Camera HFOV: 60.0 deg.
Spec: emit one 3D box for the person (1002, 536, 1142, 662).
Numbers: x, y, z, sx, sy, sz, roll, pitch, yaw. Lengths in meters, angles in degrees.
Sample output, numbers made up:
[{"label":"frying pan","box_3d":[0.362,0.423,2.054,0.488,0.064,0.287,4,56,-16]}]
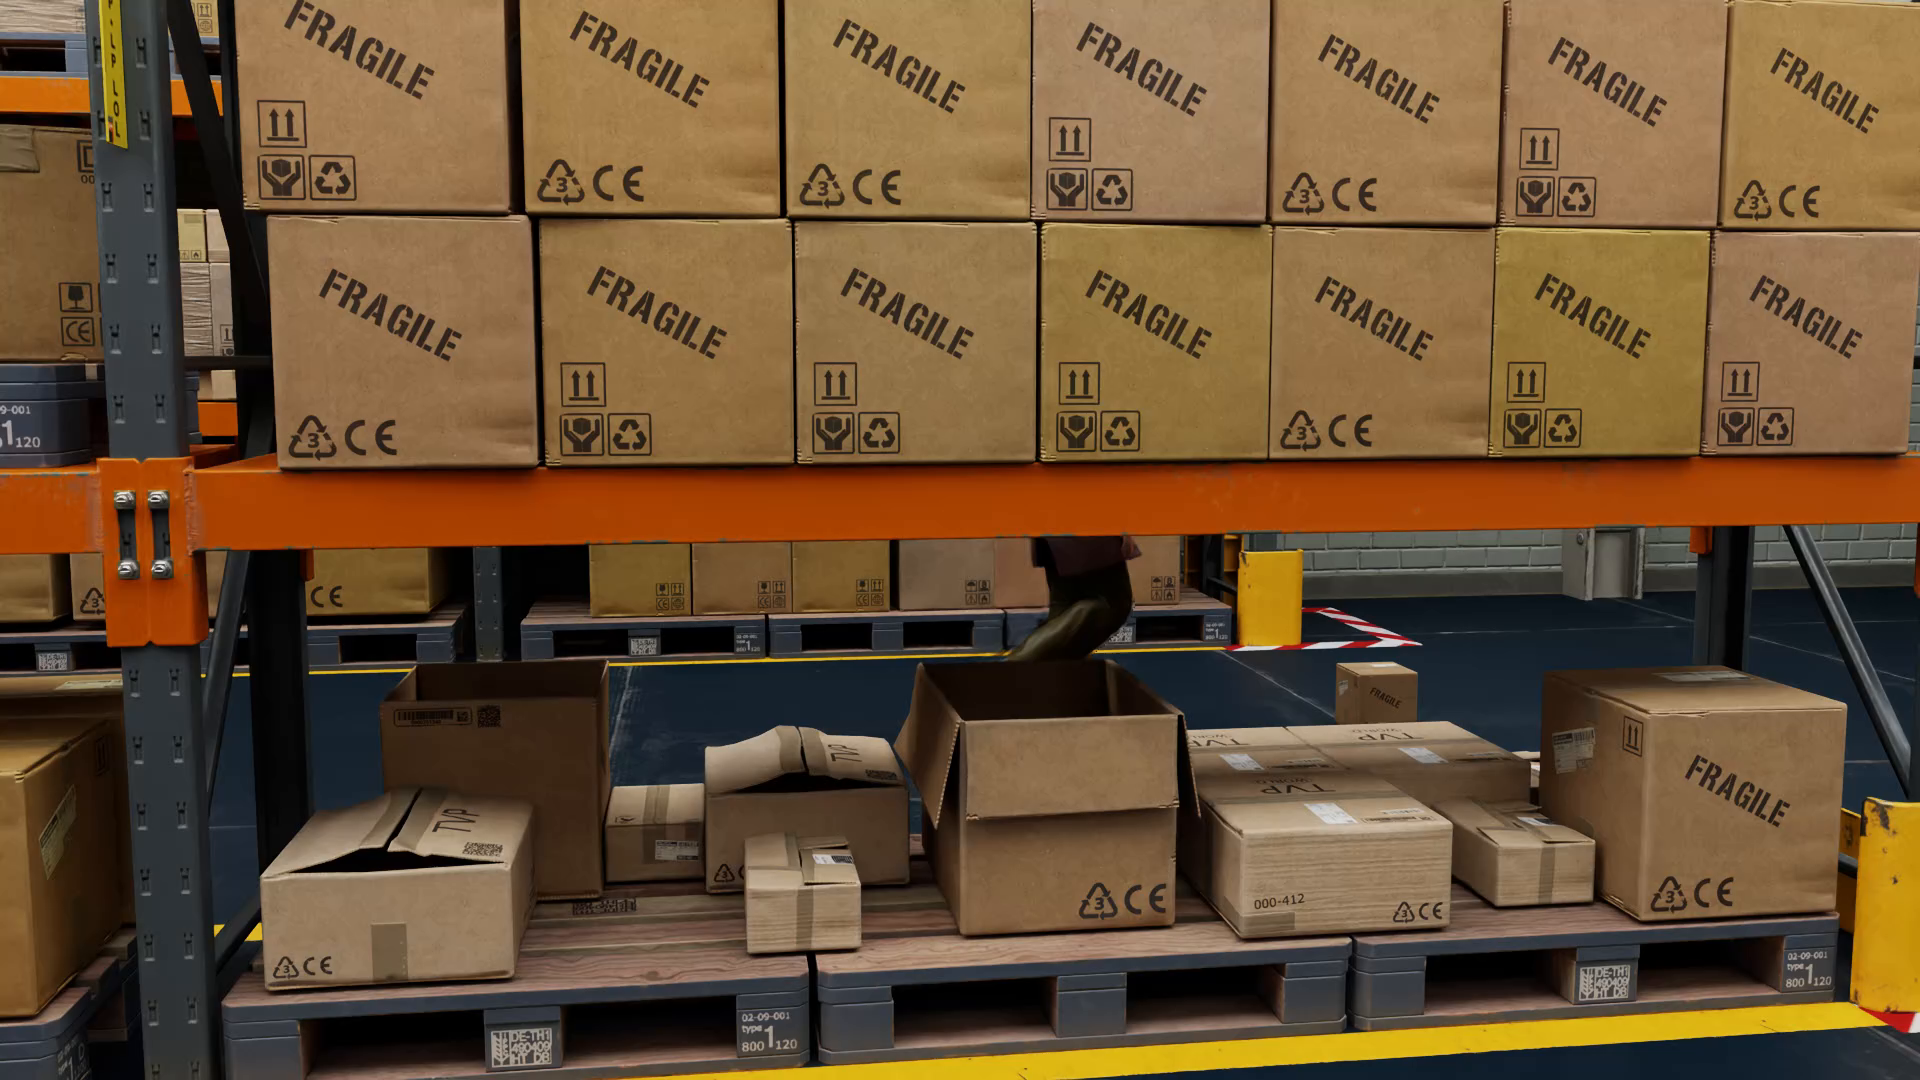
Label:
[{"label":"person","box_3d":[0.380,-0.105,6.548,0.610,1.772,0.624,-2,7,-15]}]
